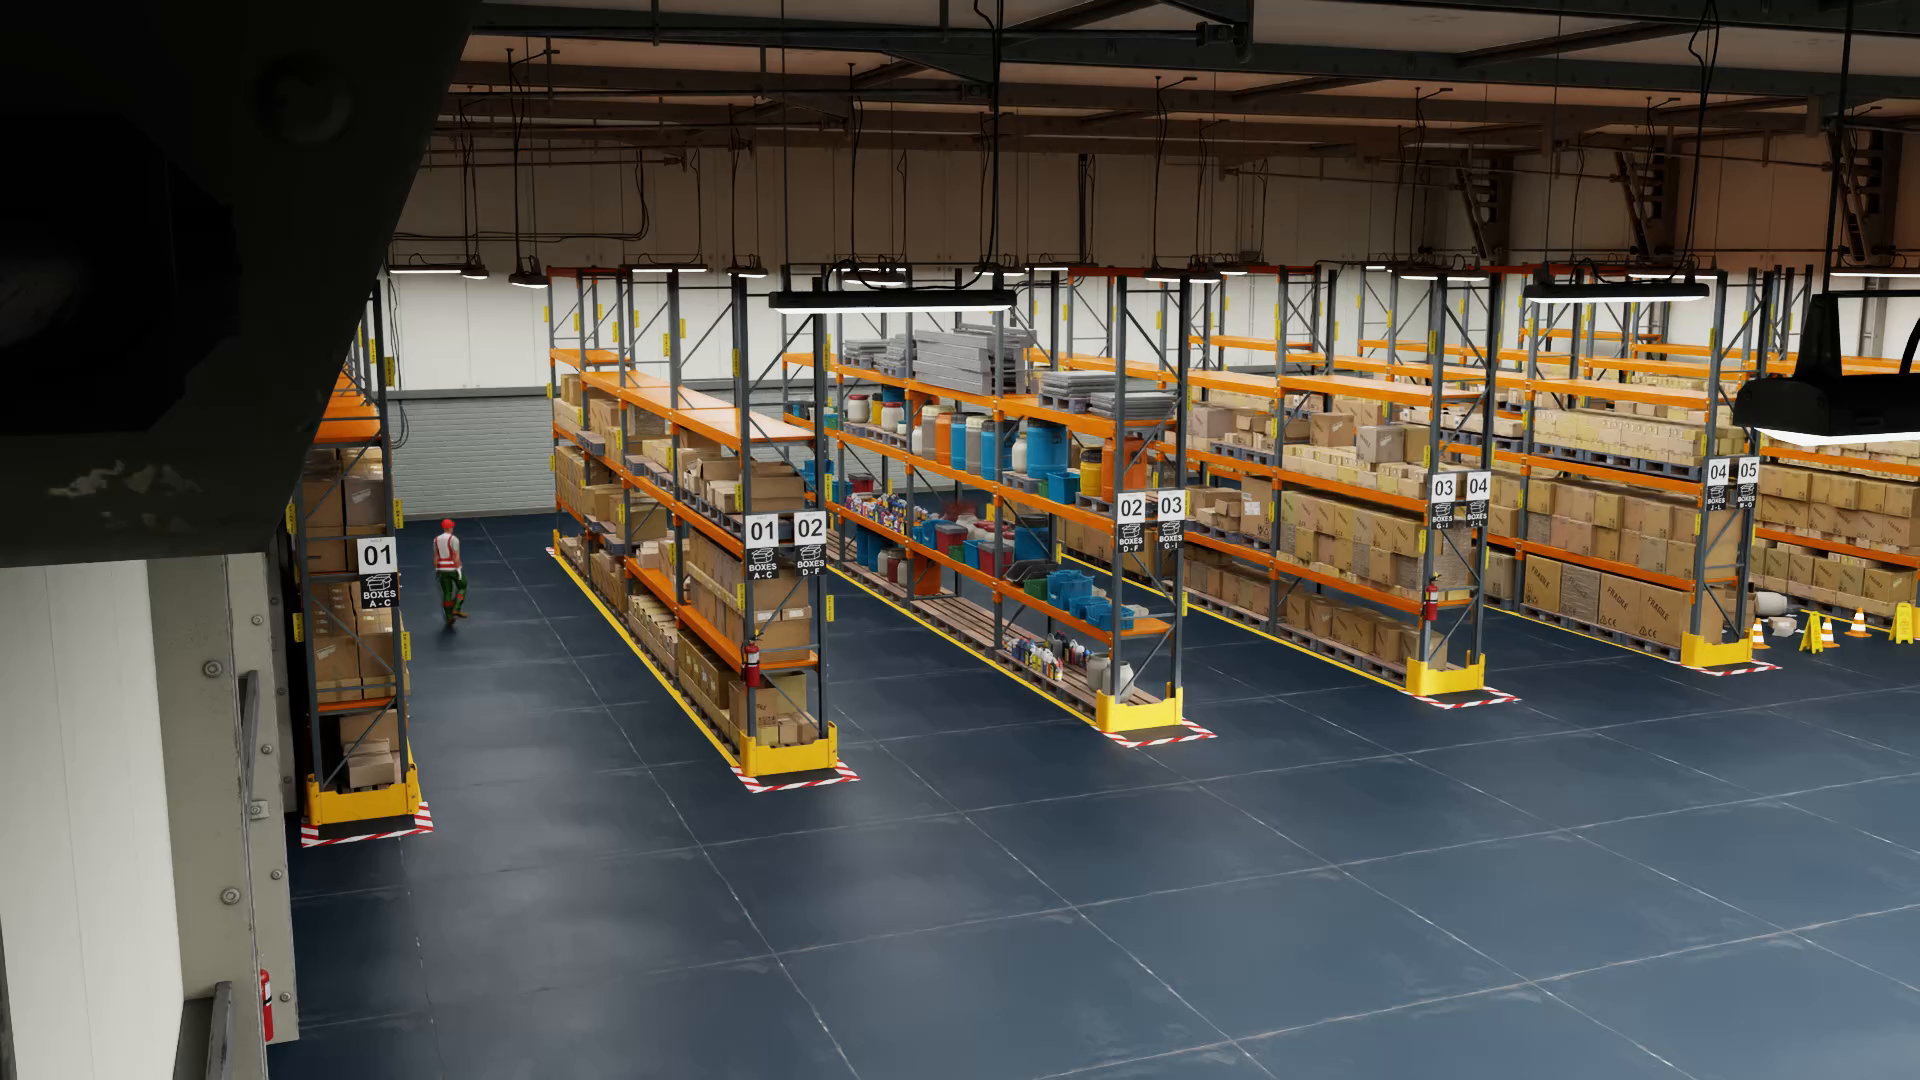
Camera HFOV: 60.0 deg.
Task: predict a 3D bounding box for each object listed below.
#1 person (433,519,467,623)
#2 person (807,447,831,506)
[{"bbox_3d":[-8.735,0.519,28.447,0.560,1.762,0.484,0,10,-1],"label":"person"},{"bbox_3d":[-3.426,-1.584,40.911,0.751,1.640,0.467,0,10,-1],"label":"person"}]
